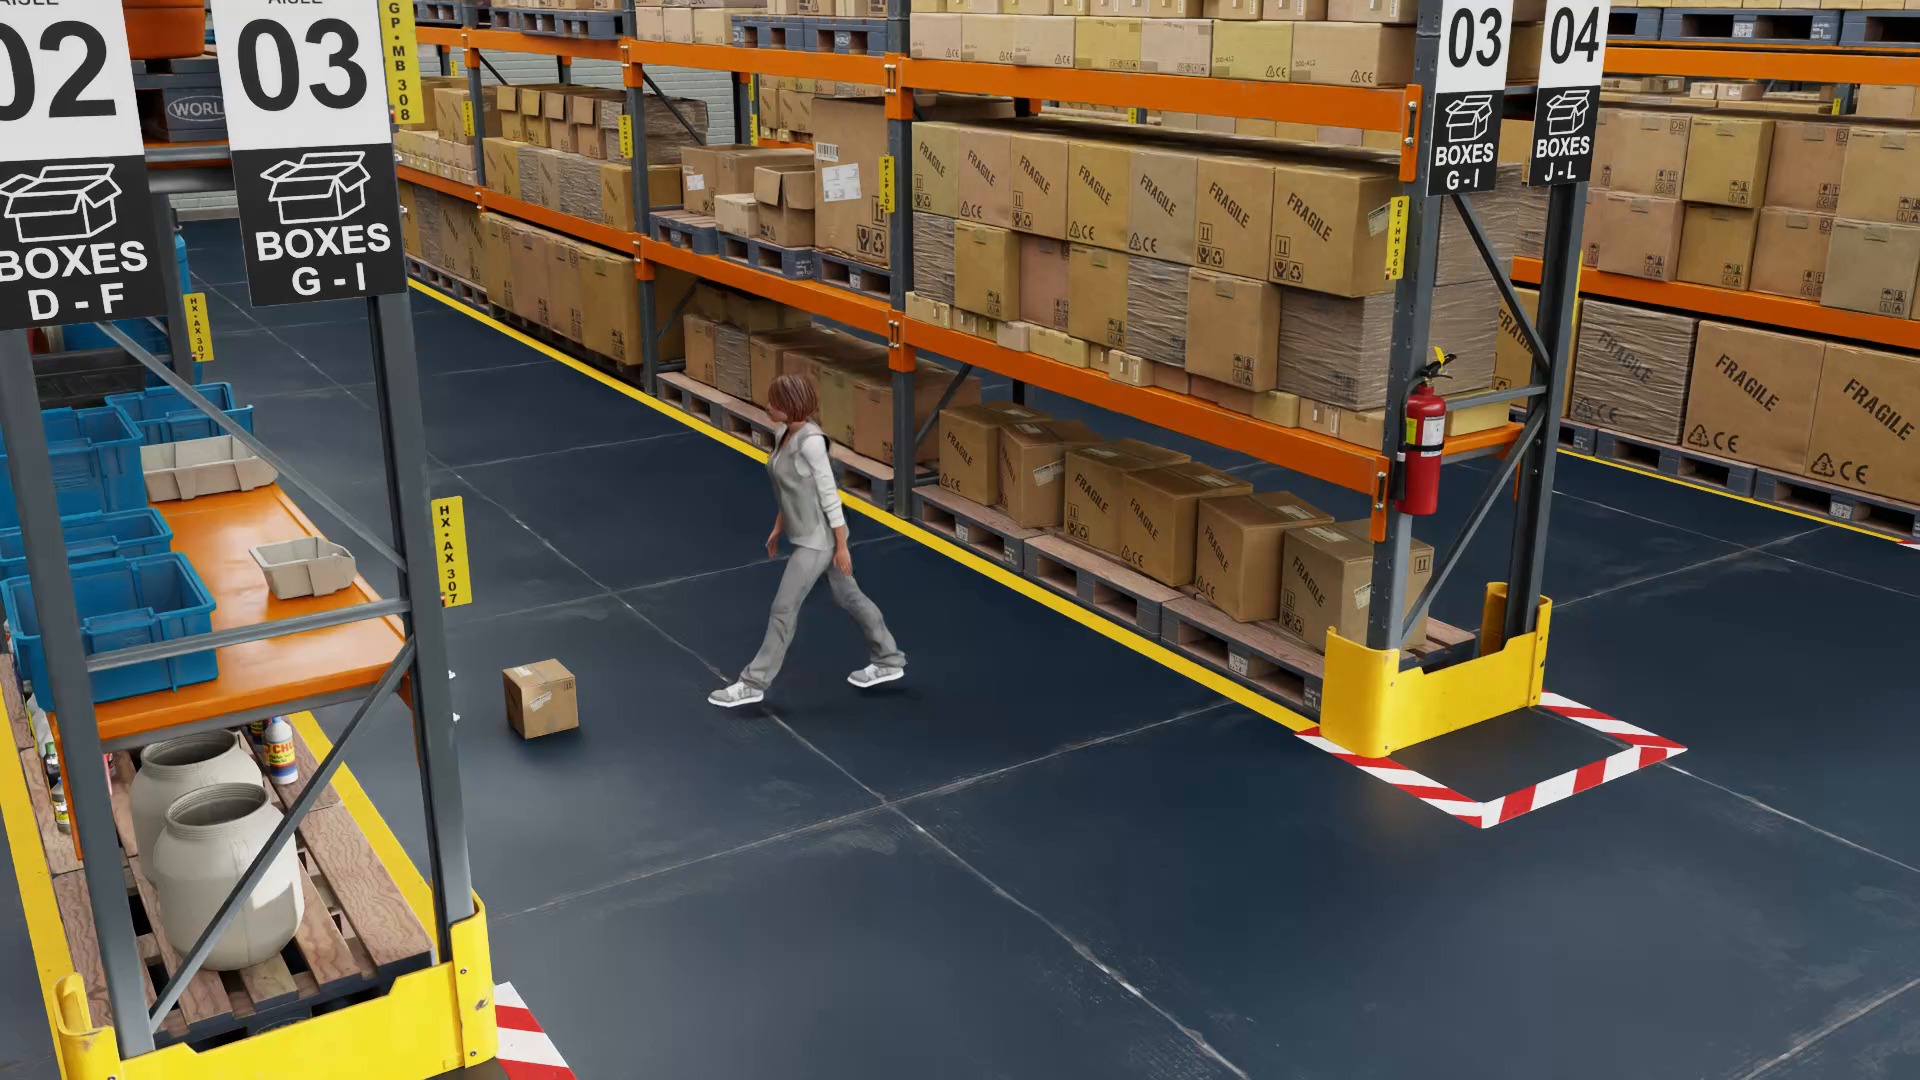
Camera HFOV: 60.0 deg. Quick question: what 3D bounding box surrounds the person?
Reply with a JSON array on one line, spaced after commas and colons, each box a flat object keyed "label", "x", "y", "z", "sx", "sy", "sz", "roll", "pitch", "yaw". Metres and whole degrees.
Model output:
[{"label": "person", "x": -0.720, "y": -0.018, "z": 7.613, "sx": 0.950, "sy": 1.530, "sz": 0.443, "roll": -4, "pitch": 19, "yaw": -12}]
